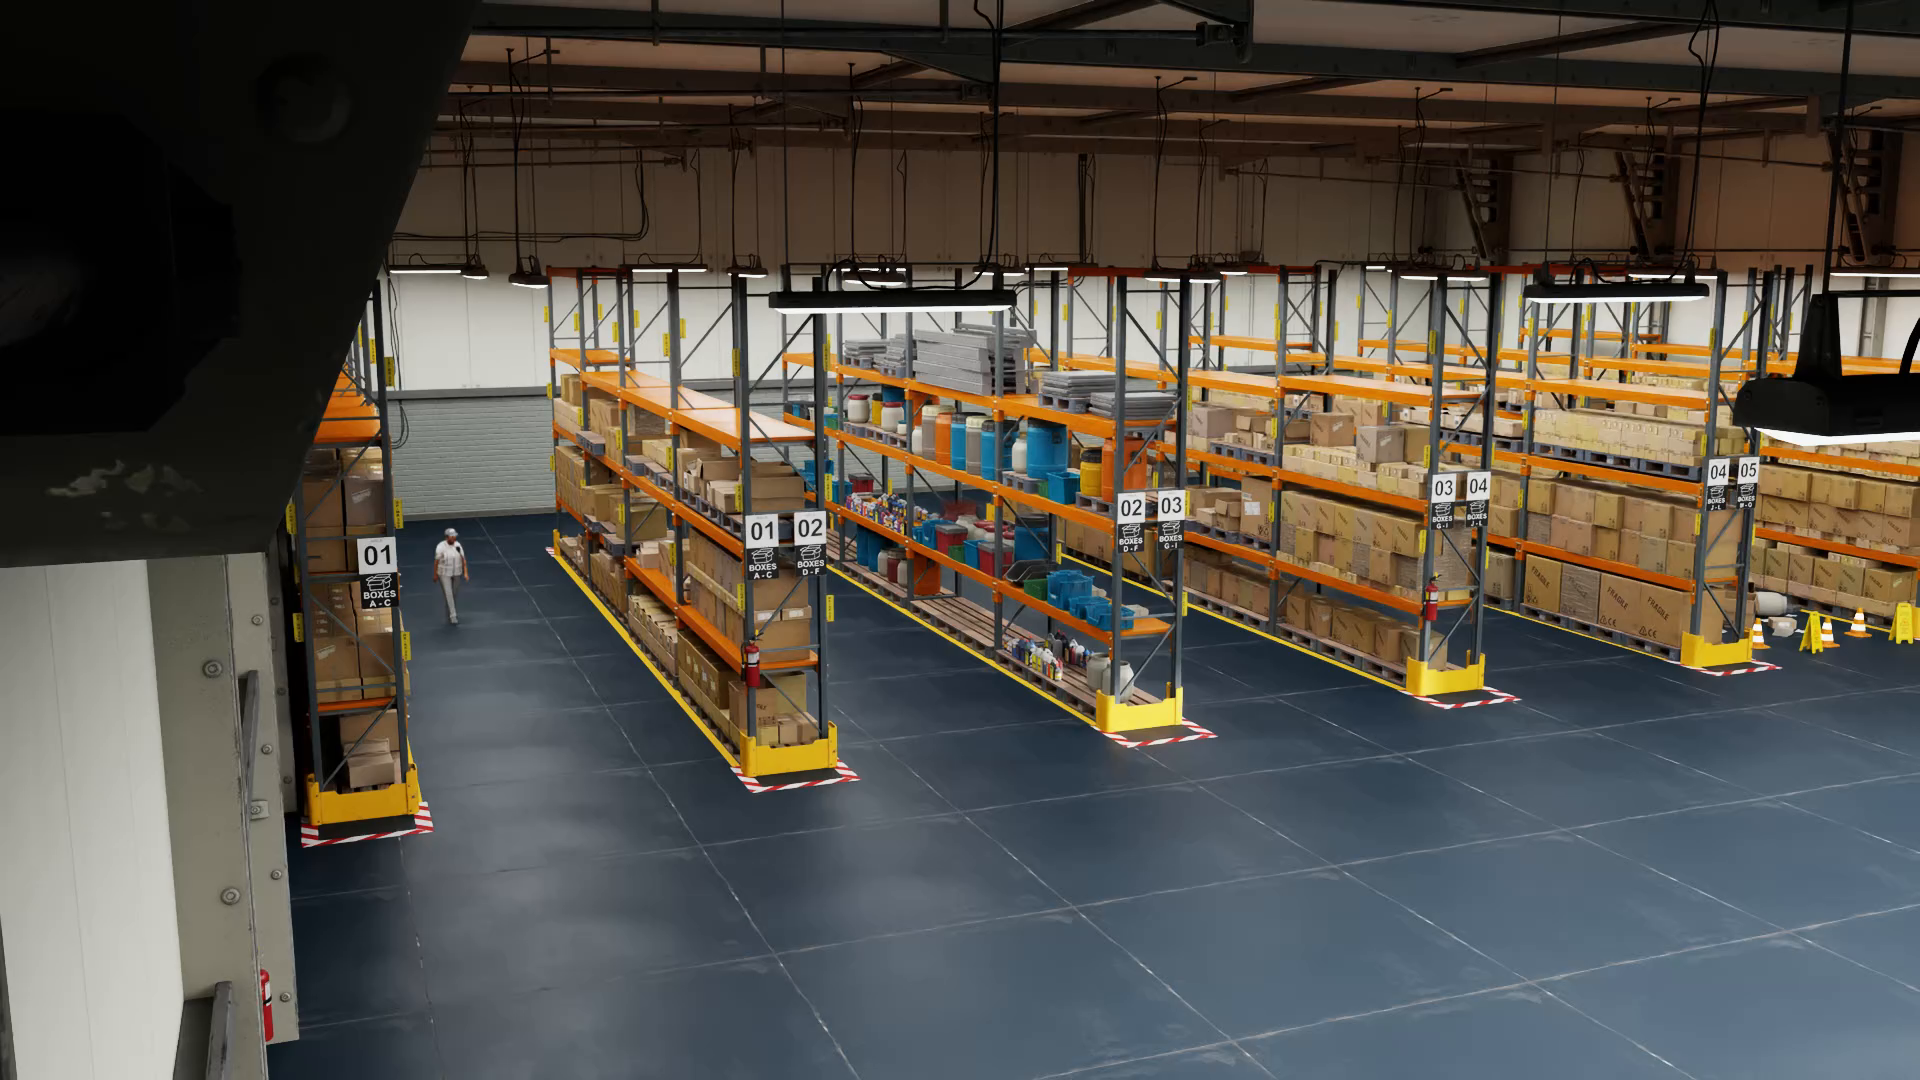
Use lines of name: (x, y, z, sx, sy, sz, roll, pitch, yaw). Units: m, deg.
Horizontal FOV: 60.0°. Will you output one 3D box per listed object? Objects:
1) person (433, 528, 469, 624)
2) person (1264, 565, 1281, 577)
person: (-8.753, 0.583, 28.604, 0.527, 1.595, 1.069, -7, 12, -35)
person: (5.892, 0.115, 31.446, 0.462, 1.587, 0.480, -4, 11, -21)
